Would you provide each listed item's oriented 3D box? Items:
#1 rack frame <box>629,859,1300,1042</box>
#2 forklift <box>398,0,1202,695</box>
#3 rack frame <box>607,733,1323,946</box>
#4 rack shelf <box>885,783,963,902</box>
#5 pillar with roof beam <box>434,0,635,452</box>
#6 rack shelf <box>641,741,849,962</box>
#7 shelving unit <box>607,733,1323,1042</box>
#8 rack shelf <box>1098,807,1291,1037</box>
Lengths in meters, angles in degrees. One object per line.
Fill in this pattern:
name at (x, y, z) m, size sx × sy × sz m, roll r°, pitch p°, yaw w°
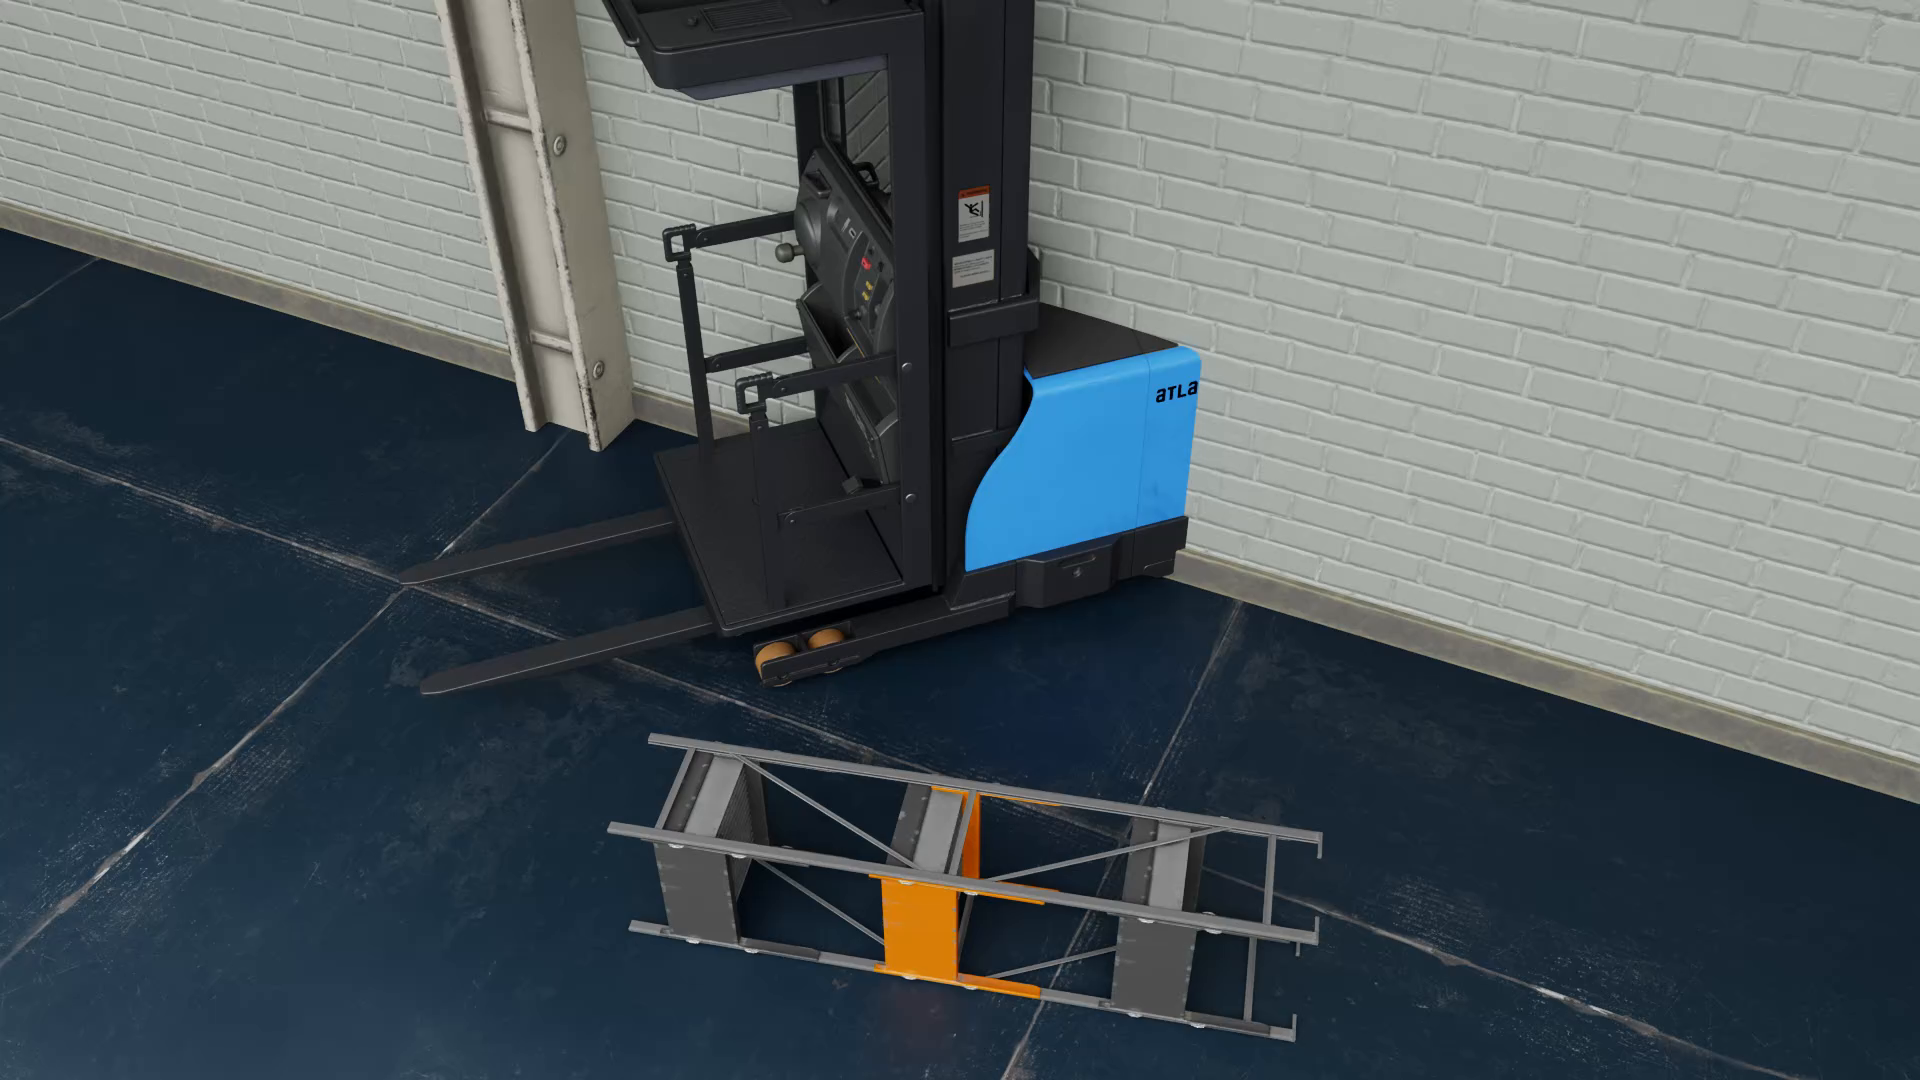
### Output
rack frame at (0.014, 1.244, 5.293) m, size 2.100 × 0.015 × 0.400 m, roll 7°, pitch 41°, yaw 8°
forklift at (-0.583, -0.961, 5.621) m, size 3.031 × 2.935 × 1.130 m, roll -14°, pitch 43°, yaw -16°
rack frame at (0.014, 0.875, 4.973) m, size 2.100 × 0.015 × 0.400 m, roll 7°, pitch 41°, yaw 8°
rack shelf at (-0.107, 1.044, 5.151) m, size 0.174 × 0.457 × 0.368 m, roll 7°, pitch 41°, yaw 8°
pillar with roof beam at (-3.491, -1.371, 1.461) m, size 0.400 × 9.000 × 9.100 m, roll 17°, pitch 44°, yaw 19°
rack shelf at (-0.660, 0.974, 5.232) m, size 0.518 × 0.480 × 0.431 m, roll 7°, pitch 41°, yaw 8°
shelving unit at (0.014, 1.060, 5.133) m, size 2.100 × 0.503 × 0.431 m, roll 7°, pitch 41°, yaw 8°
rack shelf at (0.715, 1.149, 5.030) m, size 0.518 × 0.480 × 0.431 m, roll 7°, pitch 41°, yaw 8°
